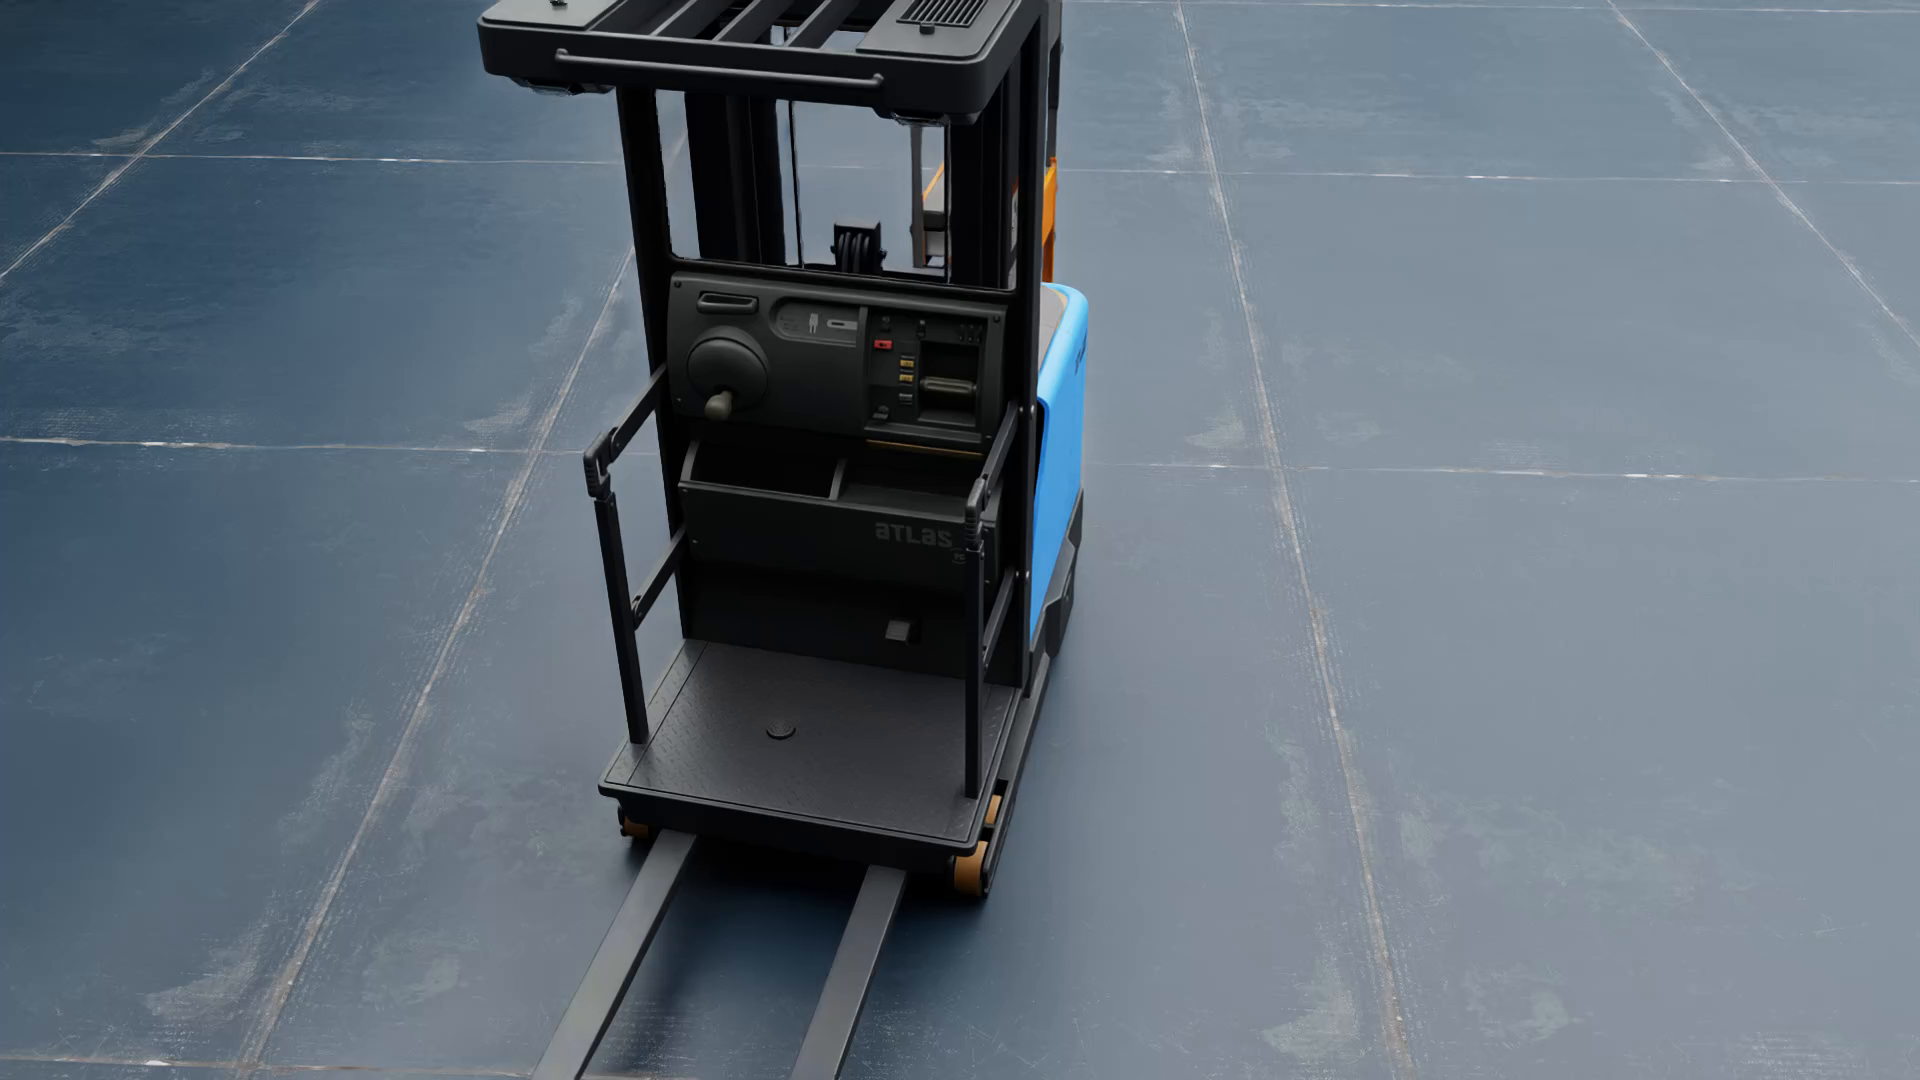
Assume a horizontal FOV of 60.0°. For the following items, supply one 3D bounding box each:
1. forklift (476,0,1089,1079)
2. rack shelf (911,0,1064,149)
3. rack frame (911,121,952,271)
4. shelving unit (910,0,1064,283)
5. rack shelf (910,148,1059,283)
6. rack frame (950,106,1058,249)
[{"bbox_3d":[-0.386,-0.417,4.294,1.130,2.935,3.031,8,36,11],"label":"forklift"},{"bbox_3d":[0.092,-1.622,5.538,0.431,0.518,0.480,8,36,11],"label":"rack shelf"},{"bbox_3d":[0.036,-0.924,5.738,0.400,2.100,0.015,8,36,11],"label":"rack frame"},{"bbox_3d":[0.092,-1.060,5.933,0.431,2.100,0.503,8,36,11],"label":"shelving unit"},{"bbox_3d":[0.092,-1.049,5.940,0.431,0.518,0.480,8,36,11],"label":"rack shelf"},{"bbox_3d":[0.148,-1.197,6.127,0.400,2.100,0.015,8,36,11],"label":"rack frame"}]
